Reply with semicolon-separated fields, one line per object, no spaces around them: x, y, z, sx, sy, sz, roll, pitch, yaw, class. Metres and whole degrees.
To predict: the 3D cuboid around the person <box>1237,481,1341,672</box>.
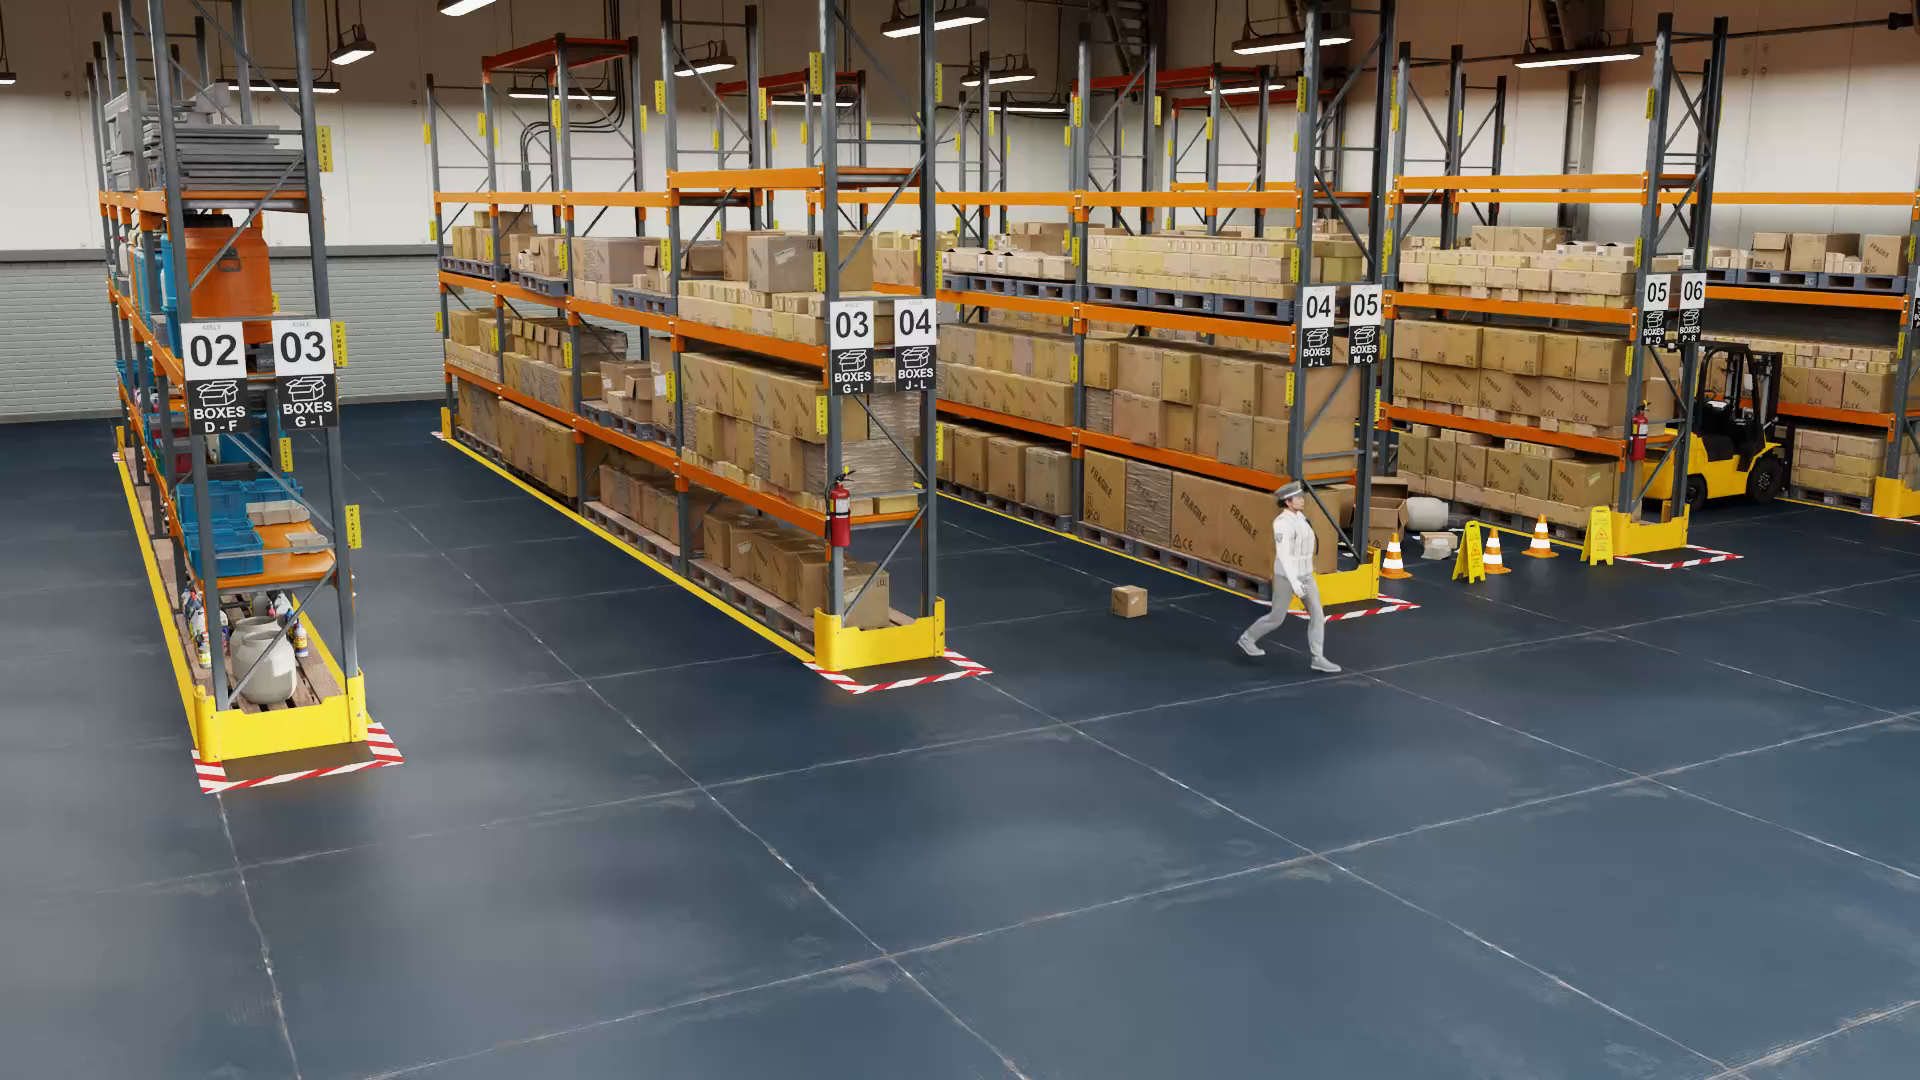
2.880;0.294;14.433;0.950;1.641;0.475;11;16;43;person
